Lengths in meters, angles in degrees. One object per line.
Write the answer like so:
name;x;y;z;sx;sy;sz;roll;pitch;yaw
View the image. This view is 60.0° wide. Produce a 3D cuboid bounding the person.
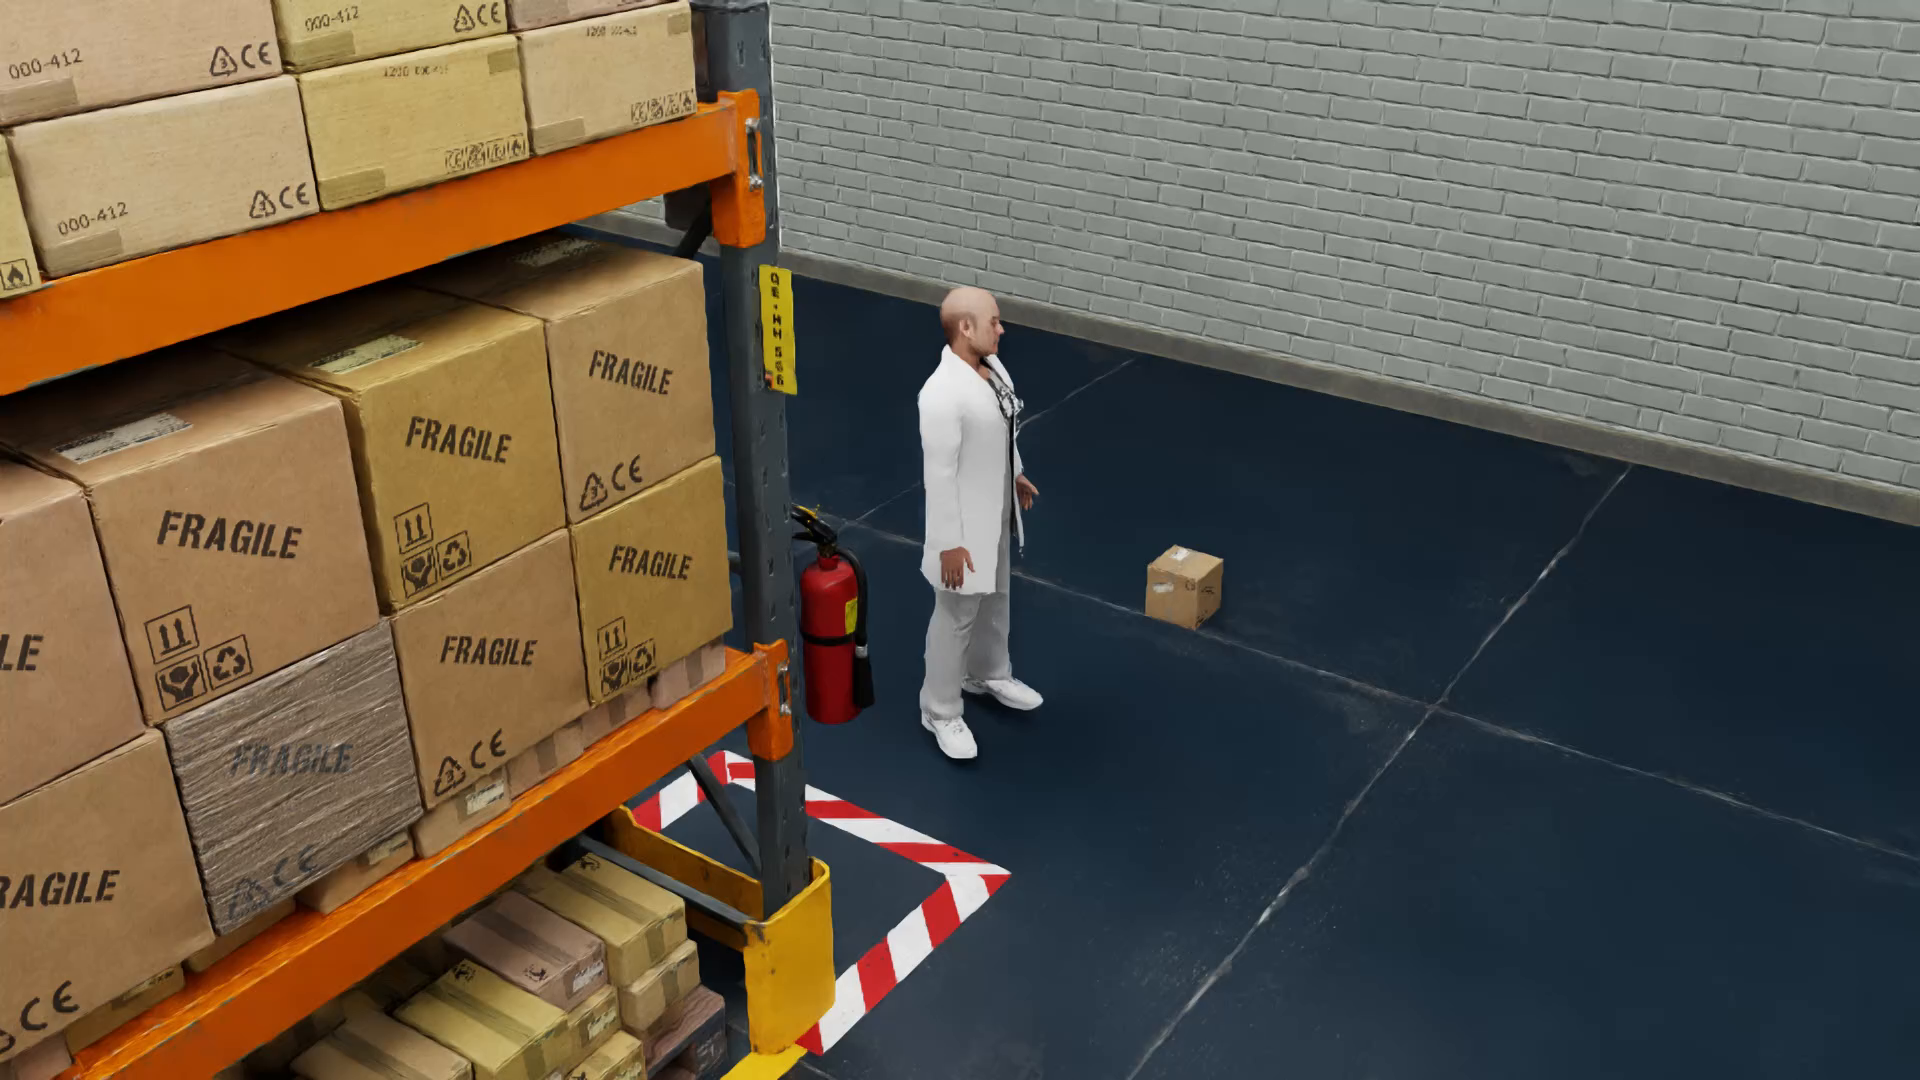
person;0.087;-0.090;6.242;0.434;1.792;0.692;10;28;19
